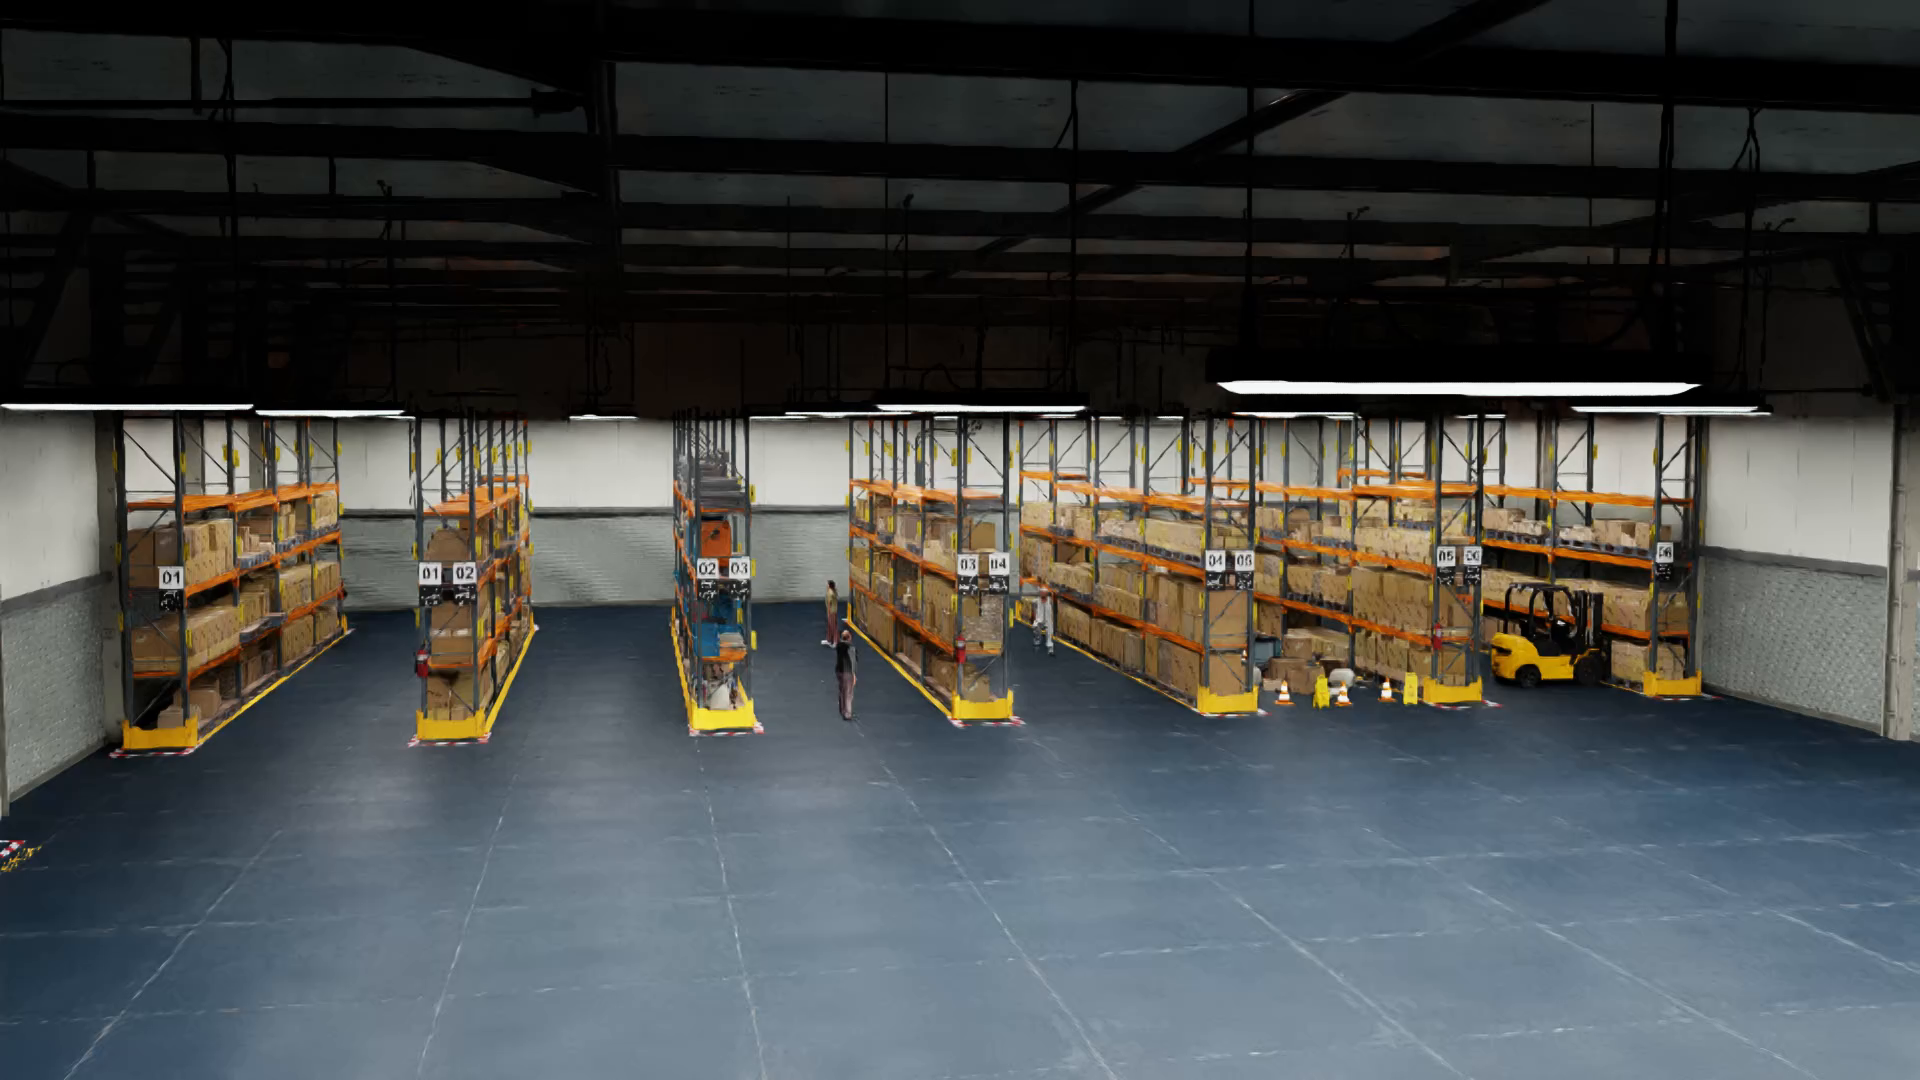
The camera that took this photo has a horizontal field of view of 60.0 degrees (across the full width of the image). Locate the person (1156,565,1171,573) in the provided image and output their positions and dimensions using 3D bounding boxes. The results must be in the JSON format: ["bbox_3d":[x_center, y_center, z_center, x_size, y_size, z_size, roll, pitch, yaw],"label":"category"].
[{"bbox_3d":[6.299,1.205,50.924,0.473,1.777,0.709,-3,5,-39],"label":"person"}]

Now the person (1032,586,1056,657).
[{"bbox_3d":[2.028,1.970,40.579,0.553,1.709,1.123,-1,4,-9],"label":"person"}]

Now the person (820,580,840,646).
[{"bbox_3d":[-3.315,1.854,42.460,0.586,1.665,0.577,1,4,8],"label":"person"}]

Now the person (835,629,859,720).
[{"bbox_3d":[-2.141,2.574,31.973,0.451,1.727,0.584,-3,5,-39],"label":"person"}]
